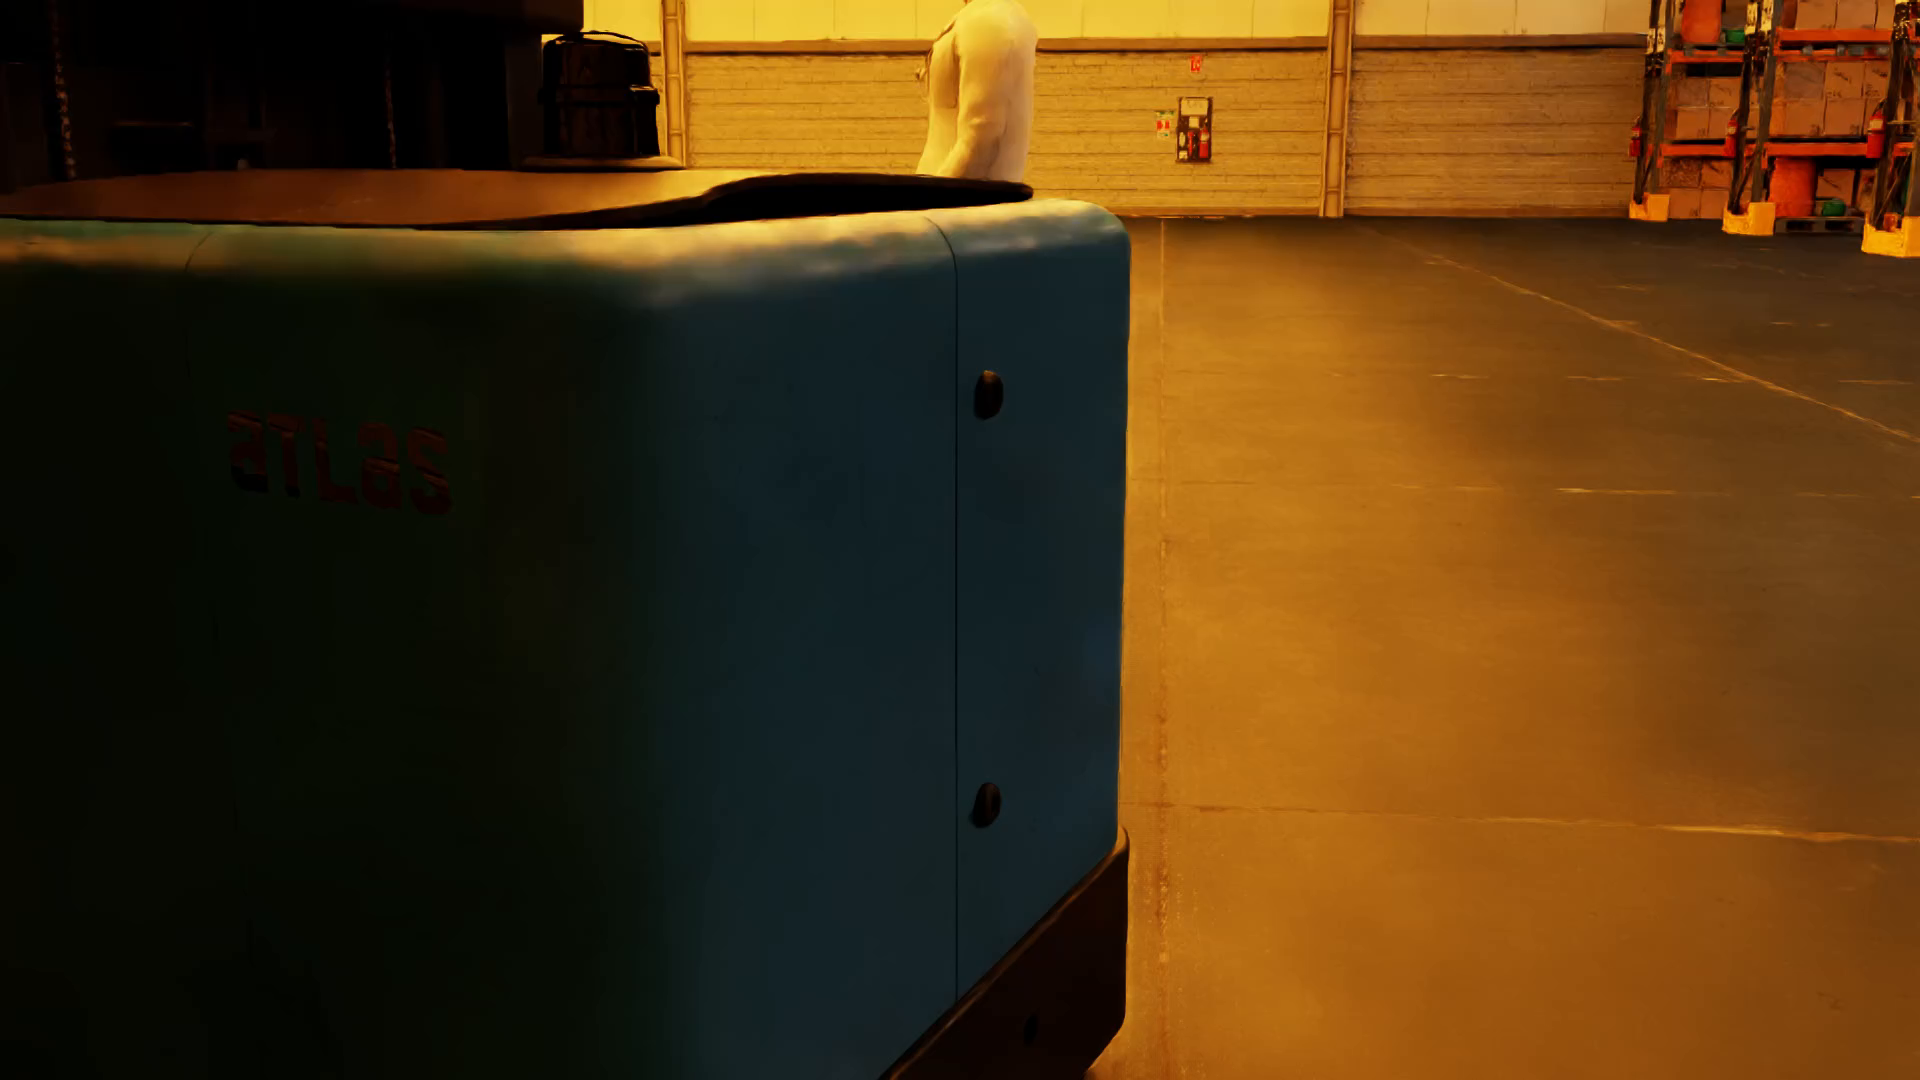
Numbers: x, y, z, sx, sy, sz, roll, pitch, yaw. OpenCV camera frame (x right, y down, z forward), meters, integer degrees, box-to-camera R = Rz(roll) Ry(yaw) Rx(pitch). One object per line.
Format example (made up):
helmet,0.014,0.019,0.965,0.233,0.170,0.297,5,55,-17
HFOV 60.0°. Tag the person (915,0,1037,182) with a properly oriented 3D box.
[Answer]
person,-0.087,-0.877,4.757,0.586,1.775,0.694,2,13,7

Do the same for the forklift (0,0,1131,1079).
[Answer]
forklift,-1.345,-0.823,2.029,3.031,2.935,1.130,7,15,26
